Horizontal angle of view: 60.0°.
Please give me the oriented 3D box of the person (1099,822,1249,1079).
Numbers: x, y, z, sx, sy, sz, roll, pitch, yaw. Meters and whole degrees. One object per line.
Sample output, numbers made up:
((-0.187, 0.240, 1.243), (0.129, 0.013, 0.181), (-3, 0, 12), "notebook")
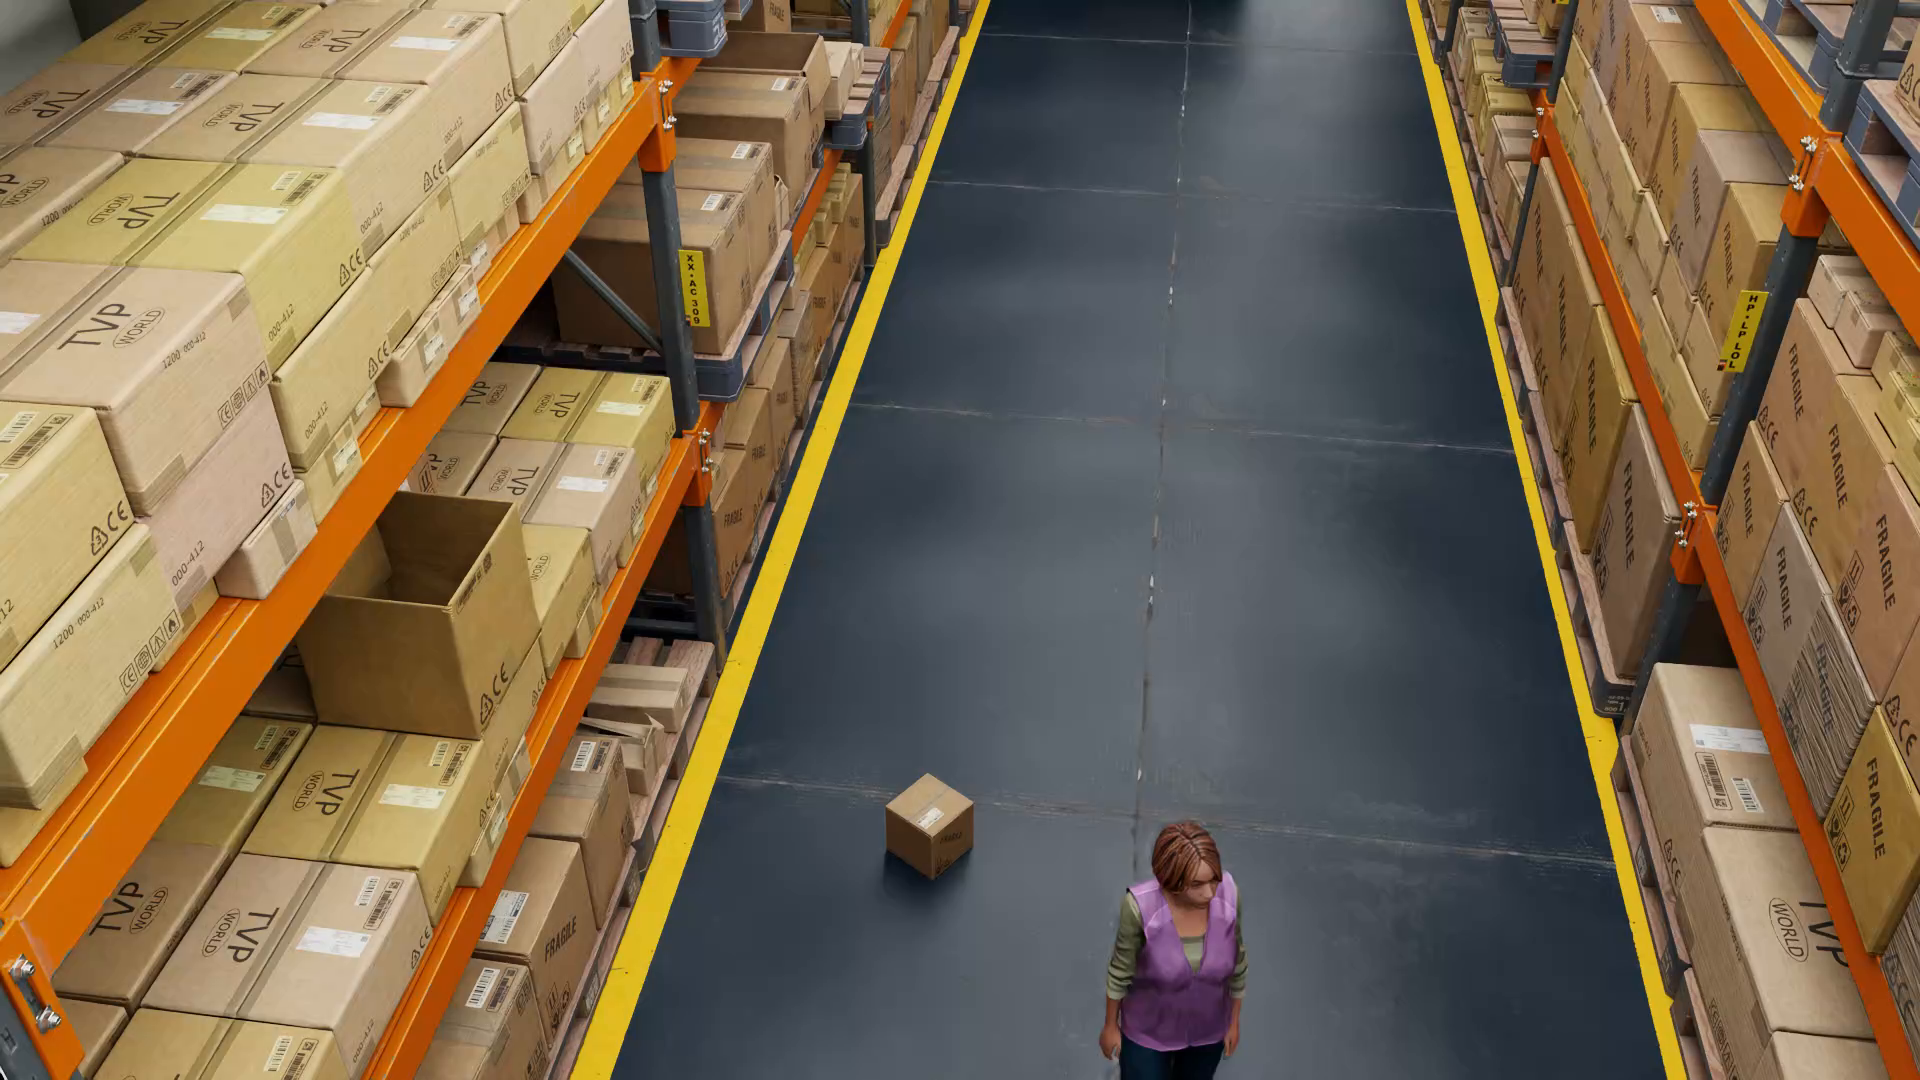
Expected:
((0.648, 1.465, 5.033), (0.436, 1.596, 0.432), (-9, 38, -12), "person")
